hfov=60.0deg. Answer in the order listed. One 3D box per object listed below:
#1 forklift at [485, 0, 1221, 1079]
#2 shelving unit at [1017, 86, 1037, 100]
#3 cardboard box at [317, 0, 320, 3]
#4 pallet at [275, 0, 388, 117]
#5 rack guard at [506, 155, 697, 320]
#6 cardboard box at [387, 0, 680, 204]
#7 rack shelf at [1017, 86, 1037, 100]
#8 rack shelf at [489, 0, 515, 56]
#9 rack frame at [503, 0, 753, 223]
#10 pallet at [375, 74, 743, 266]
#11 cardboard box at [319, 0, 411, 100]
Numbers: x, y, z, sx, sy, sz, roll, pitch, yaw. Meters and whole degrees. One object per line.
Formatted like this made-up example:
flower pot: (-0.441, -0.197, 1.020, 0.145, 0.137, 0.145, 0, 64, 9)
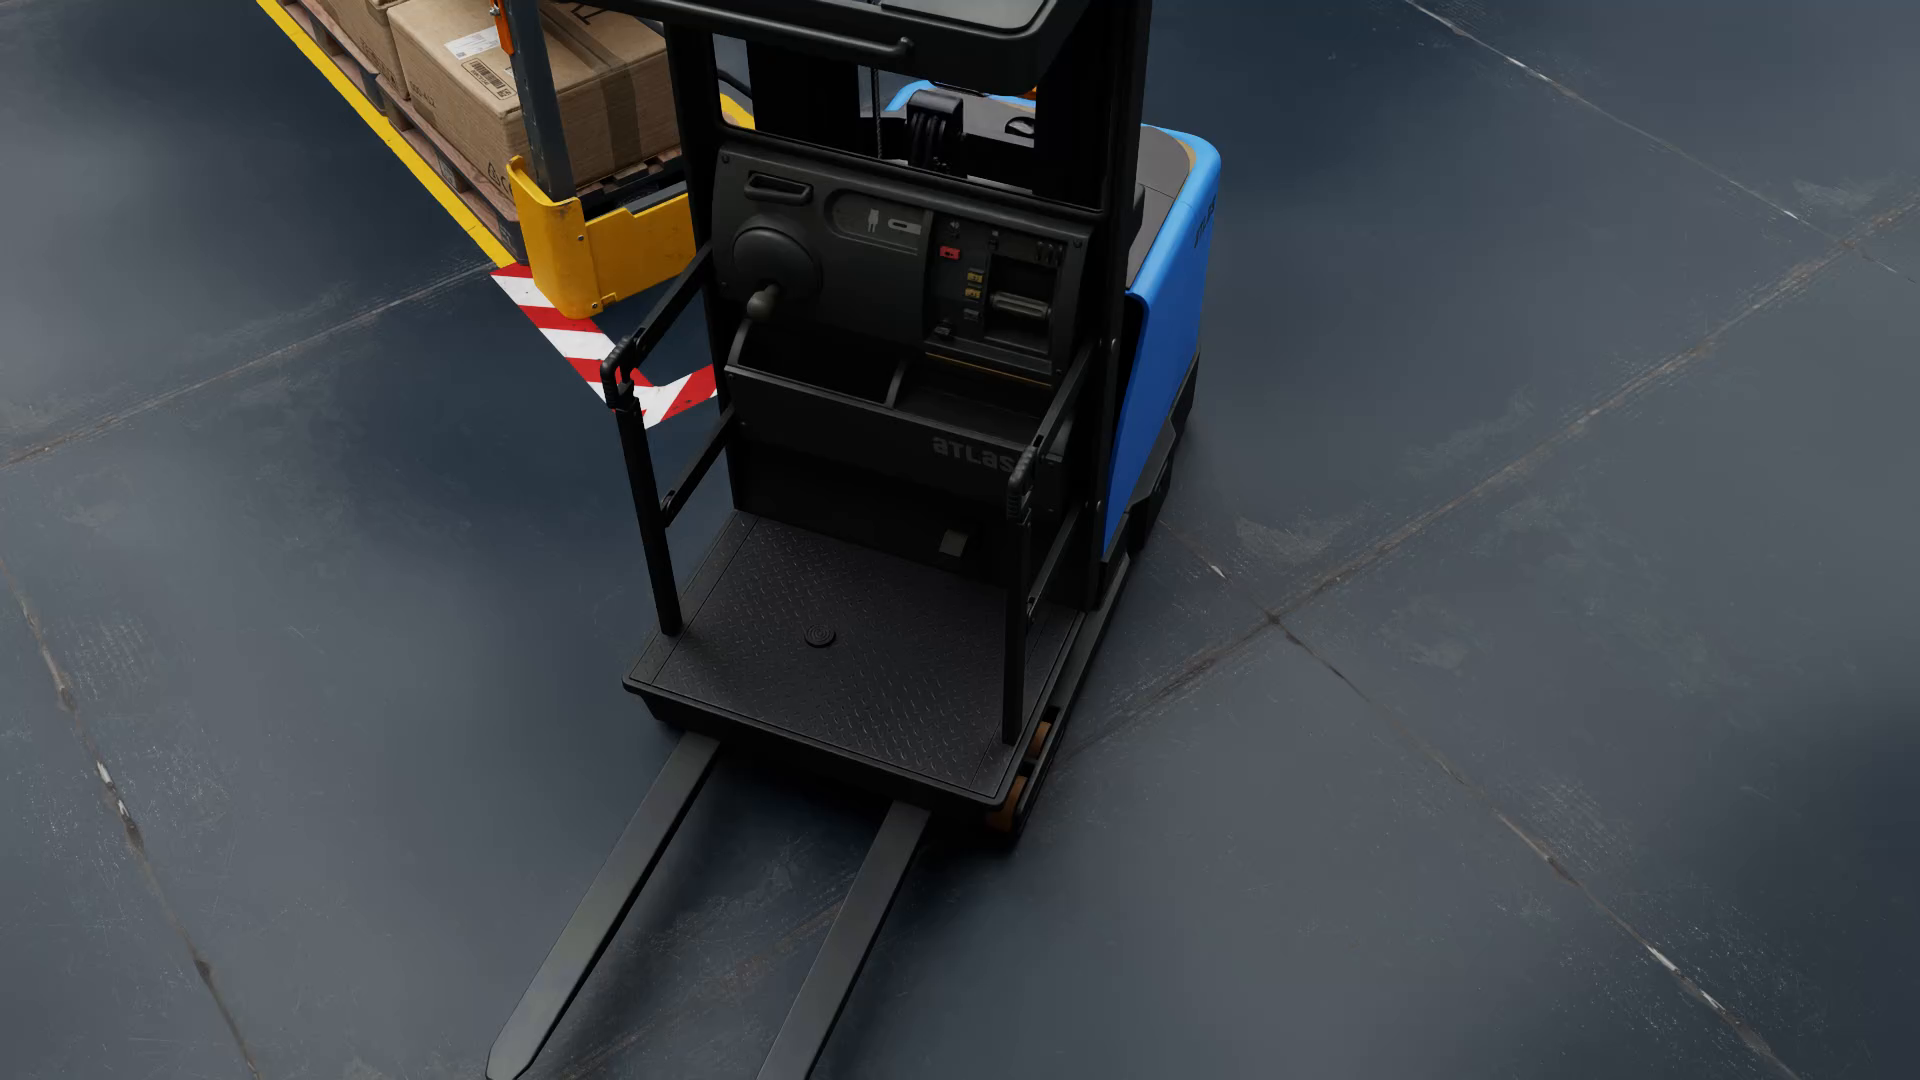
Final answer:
forklift: (-0.231, -0.550, 3.770, 1.130, 2.935, 3.031, 16, 50, 14)
shelving unit: (0.192, -1.169, 5.500, 0.503, 1.200, 0.258, 16, 50, 14)
cardboard box: (-2.625, -2.848, 7.253, 0.875, 0.438, 0.875, -31, 55, -25)
pallet: (-2.321, -2.373, 7.259, 1.003, 0.211, 1.213, -29, 54, -24)
rack guard: (-1.025, -1.301, 6.092, 1.175, 0.500, 0.348, -29, 54, -24)
cardboard box: (-1.519, -1.779, 6.284, 0.875, 0.438, 0.875, -31, 55, -25)
rack shelf: (0.192, -1.433, 5.209, 0.480, 0.148, 0.258, 16, 50, 14)
rack shelf: (-2.251, -3.092, 6.514, 1.077, 0.370, 4.000, -29, 54, -24)
rack frame: (-1.040, -2.155, 5.179, 1.000, 3.000, 0.127, -29, 54, -24)
pallet: (-1.586, -1.654, 6.607, 1.003, 0.211, 1.213, -29, 54, -24)
cardboard box: (-2.080, -2.315, 6.770, 0.875, 0.438, 0.875, -28, 54, -23)
